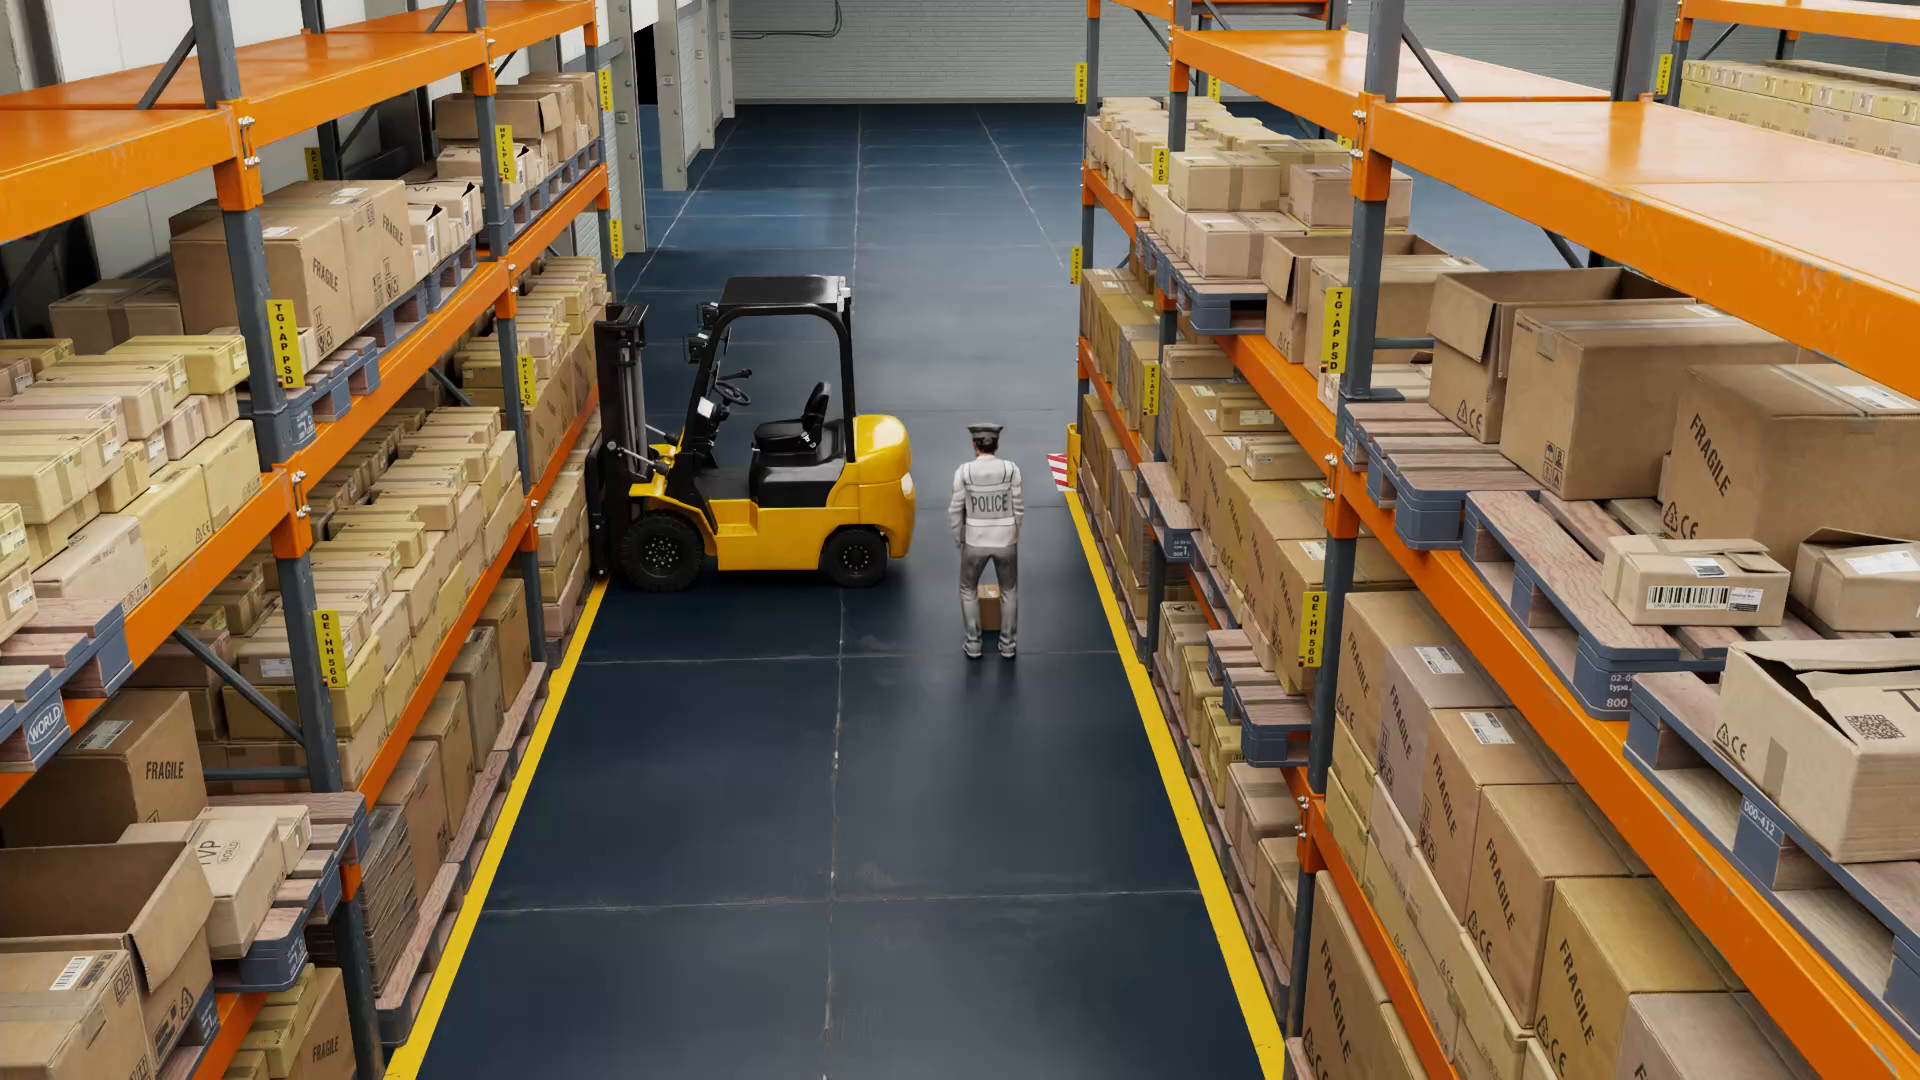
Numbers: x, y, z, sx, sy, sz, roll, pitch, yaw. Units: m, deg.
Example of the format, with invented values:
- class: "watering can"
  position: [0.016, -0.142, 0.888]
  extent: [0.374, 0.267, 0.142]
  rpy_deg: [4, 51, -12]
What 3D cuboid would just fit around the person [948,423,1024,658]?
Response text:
- class: "person"
  position: [0.173, 0.012, 11.133]
  extent: [0.504, 1.616, 0.465]
  rpy_deg: [-1, 21, -2]
